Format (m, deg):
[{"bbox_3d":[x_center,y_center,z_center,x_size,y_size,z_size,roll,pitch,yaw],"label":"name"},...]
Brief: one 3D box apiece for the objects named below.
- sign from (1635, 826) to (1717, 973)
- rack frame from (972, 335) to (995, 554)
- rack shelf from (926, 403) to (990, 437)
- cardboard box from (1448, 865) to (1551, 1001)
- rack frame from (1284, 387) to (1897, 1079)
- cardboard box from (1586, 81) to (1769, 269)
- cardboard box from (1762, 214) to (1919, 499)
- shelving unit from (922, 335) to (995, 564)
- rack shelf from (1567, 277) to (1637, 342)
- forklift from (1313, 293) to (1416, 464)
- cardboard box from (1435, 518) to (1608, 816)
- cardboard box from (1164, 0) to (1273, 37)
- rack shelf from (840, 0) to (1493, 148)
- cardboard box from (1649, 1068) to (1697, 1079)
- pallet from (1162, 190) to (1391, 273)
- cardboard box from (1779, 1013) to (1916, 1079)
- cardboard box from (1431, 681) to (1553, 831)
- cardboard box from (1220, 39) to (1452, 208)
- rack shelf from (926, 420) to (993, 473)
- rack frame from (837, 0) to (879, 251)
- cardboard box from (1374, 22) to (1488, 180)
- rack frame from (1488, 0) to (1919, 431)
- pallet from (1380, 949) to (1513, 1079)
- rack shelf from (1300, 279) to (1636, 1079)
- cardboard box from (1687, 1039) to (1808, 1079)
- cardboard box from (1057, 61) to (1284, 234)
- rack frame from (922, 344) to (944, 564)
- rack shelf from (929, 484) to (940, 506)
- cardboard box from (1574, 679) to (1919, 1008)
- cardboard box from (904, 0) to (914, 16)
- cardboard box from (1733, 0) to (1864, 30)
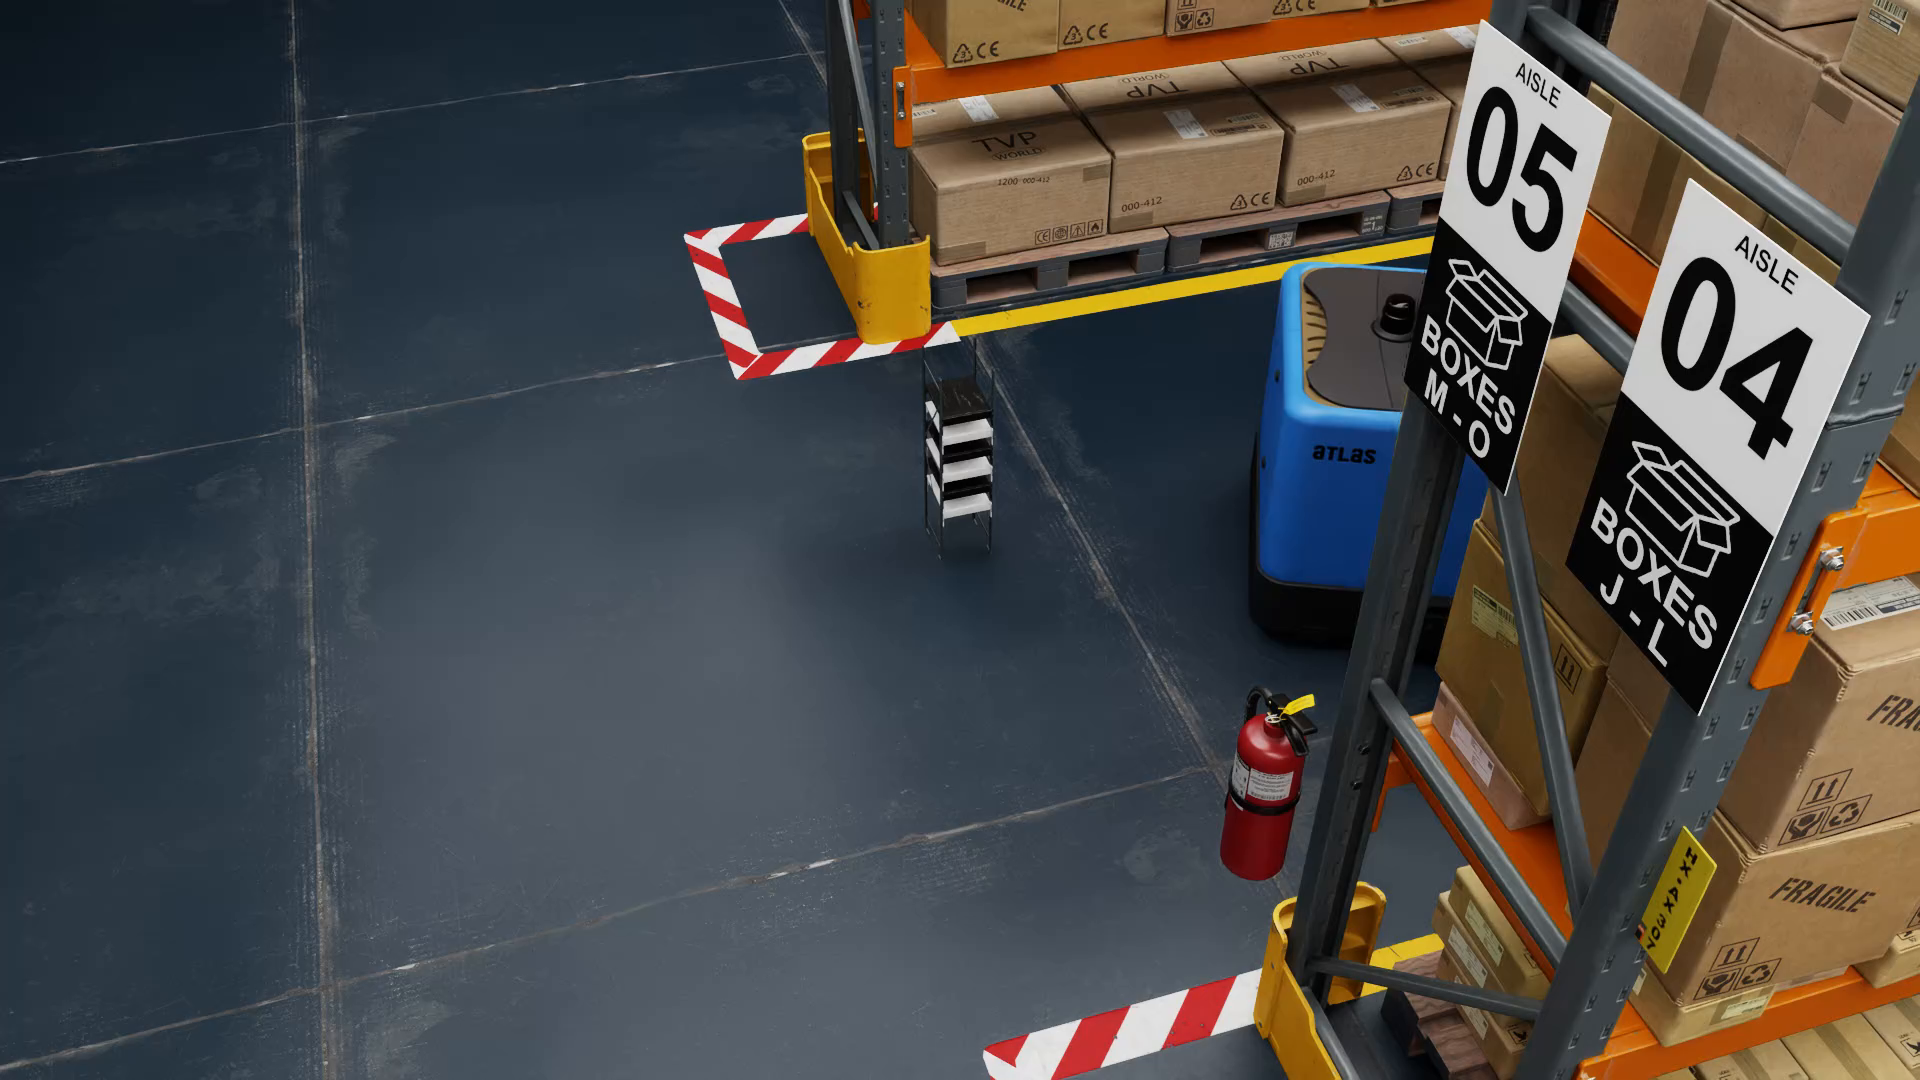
[{"bbox_3d":[1.309,0.662,3.054,0.005,0.325,0.100,-12,42,-13],"label":"sign"},{"bbox_3d":[0.089,-0.357,6.475,0.006,0.900,0.240,-12,42,-13],"label":"rack frame"},{"bbox_3d":[6.915,-0.361,3.628,12.128,3.443,8.407,-12,42,-13],"label":"rack shelf"},{"bbox_3d":[1.575,1.076,4.634,0.250,0.149,0.380,-11,42,-13],"label":"cardboard box"},{"bbox_3d":[1.146,0.648,3.729,0.127,3.000,1.000,-12,42,-13],"label":"rack frame"},{"bbox_3d":[1.501,-0.681,3.084,0.500,0.250,0.500,-13,43,-14],"label":"cardboard box"},{"bbox_3d":[1.651,-0.354,2.709,0.529,0.250,0.529,-13,43,-14],"label":"cardboard box"},{"bbox_3d":[6.907,-0.138,3.832,12.137,4.047,8.426,-12,42,-13],"label":"shelving unit"},{"bbox_3d":[3.054,-0.660,3.384,3.687,0.071,0.831,-12,42,-13],"label":"rack shelf"},{"bbox_3d":[2.207,-3.918,7.276,9.711,5.209,7.407,5,41,6],"label":"forklift"},{"bbox_3d":[1.498,0.248,3.884,0.500,0.500,0.500,-11,42,-12],"label":"cardboard box"},{"bbox_3d":[1.072,-2.598,7.367,0.500,0.500,0.500,-12,43,-13],"label":"cardboard box"},{"bbox_3d":[1.471,-2.563,7.950,4.000,0.370,1.077,-12,42,-13],"label":"rack shelf"},{"bbox_3d":[1.748,1.449,4.207,0.250,0.149,0.380,-14,43,-15],"label":"cardboard box"},{"bbox_3d":[1.464,-1.834,8.689,1.213,0.211,1.003,-12,42,-13],"label":"pallet"},{"bbox_3d":[2.254,1.350,4.321,0.250,0.149,0.380,-12,43,-13],"label":"cardboard box"},{"bbox_3d":[1.372,0.501,4.088,0.250,0.149,0.380,-12,42,-13],"label":"cardboard box"},{"bbox_3d":[1.893,-2.188,8.603,0.875,0.438,0.875,-13,43,-14],"label":"cardboard box"},{"bbox_3d":[-0.008,-0.380,6.415,0.200,0.077,0.258,-12,42,-13],"label":"rack shelf"},{"bbox_3d":[-0.438,-2.441,7.264,0.053,2.616,0.949,-12,42,-13],"label":"rack frame"},{"bbox_3d":[2.747,-2.366,8.806,0.875,0.438,0.875,-12,43,-14],"label":"cardboard box"},{"bbox_3d":[1.146,-1.611,1.755,0.127,3.000,1.000,-12,42,-13],"label":"rack frame"},{"bbox_3d":[2.004,1.545,4.822,1.213,0.211,1.003,-12,42,-13],"label":"pallet"},{"bbox_3d":[1.147,0.650,3.726,0.053,2.616,0.949,-12,42,-13],"label":"rack shelf"},{"bbox_3d":[1.975,1.319,4.356,0.250,0.149,0.380,-11,42,-12],"label":"cardboard box"},{"bbox_3d":[1.033,-2.011,8.400,0.875,0.438,0.875,-11,42,-12],"label":"cardboard box"},{"bbox_3d":[-0.105,-0.317,6.429,0.006,0.900,0.240,-12,42,-13],"label":"rack frame"},{"bbox_3d":[-0.008,-0.188,6.583,0.184,0.015,0.199,-12,42,-13],"label":"rack shelf"},{"bbox_3d":[1.657,0.583,3.501,0.500,0.500,0.500,-10,42,-11],"label":"cardboard box"},{"bbox_3d":[-0.056,-2.738,7.528,0.500,0.500,0.500,-11,42,-13],"label":"cardboard box"},{"bbox_3d":[1.375,-1.014,2.782,0.250,0.149,0.380,-12,43,-13],"label":"cardboard box"}]
